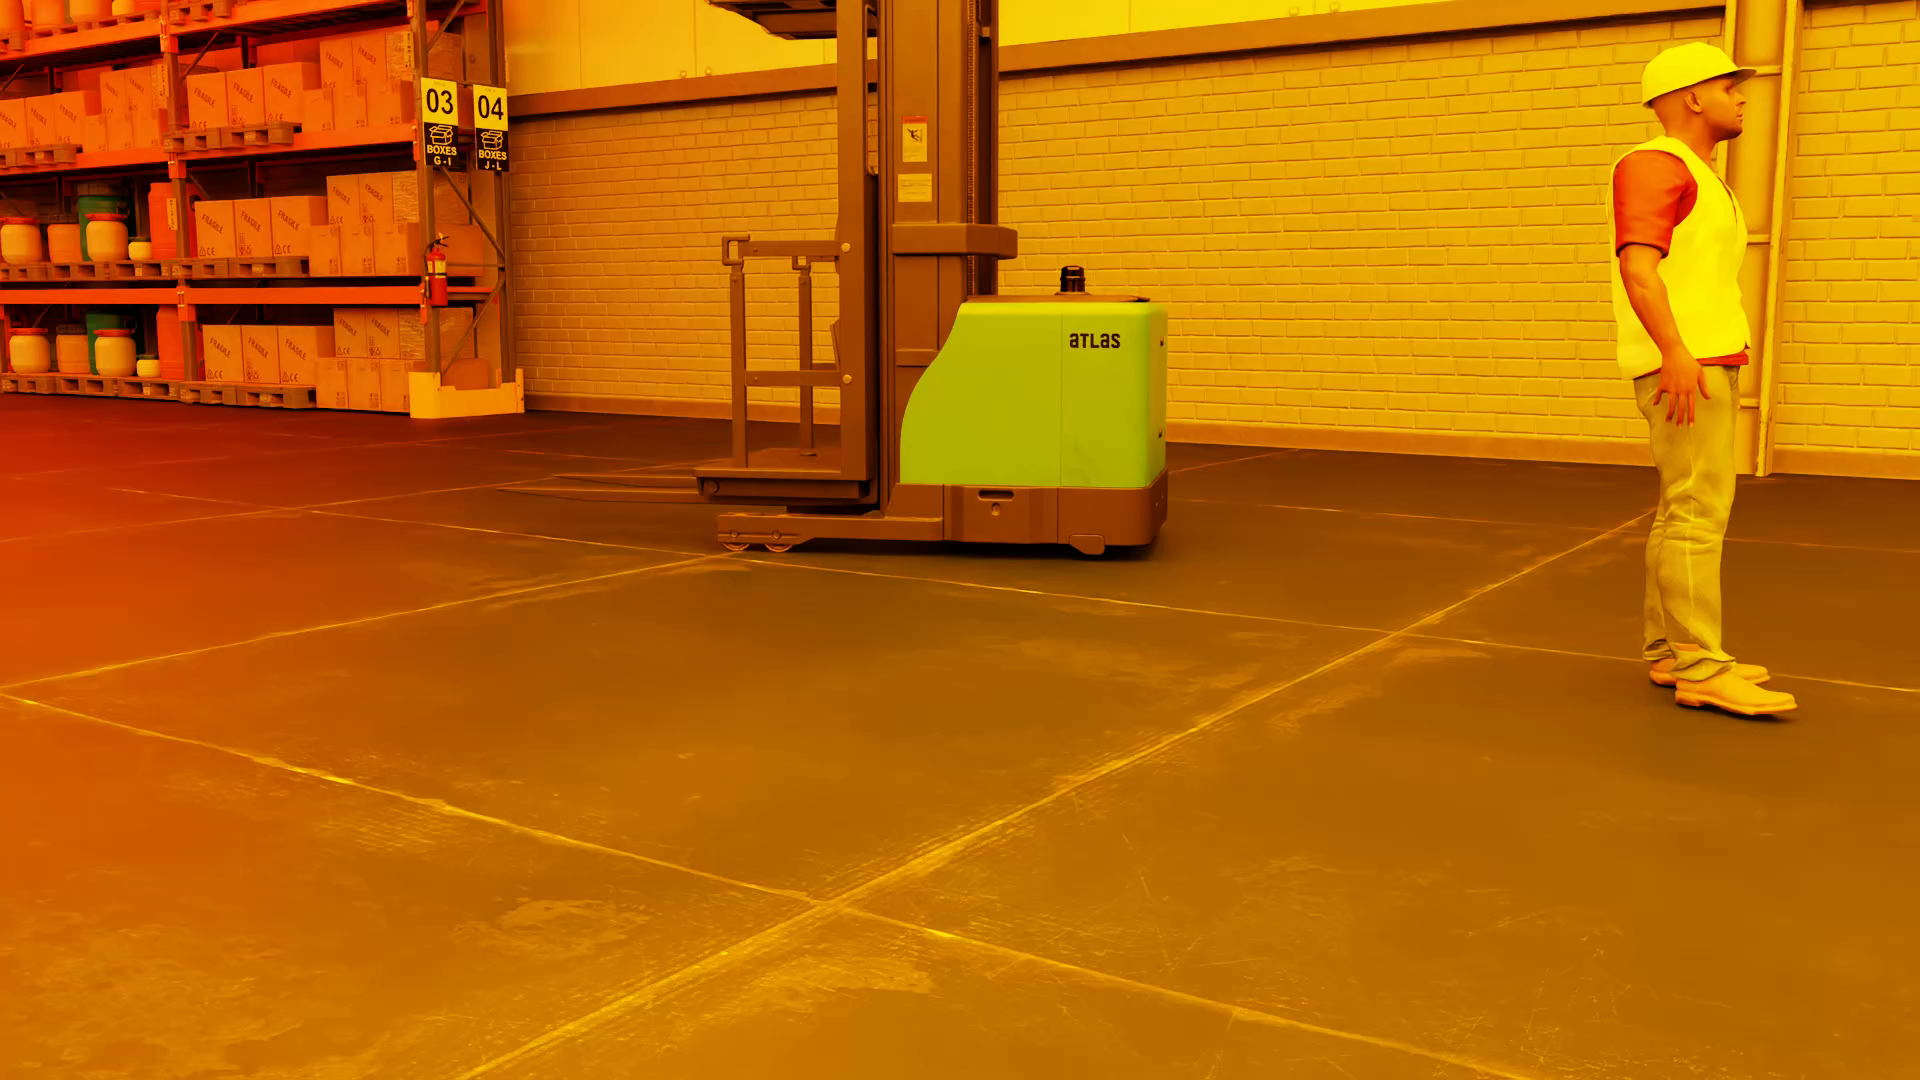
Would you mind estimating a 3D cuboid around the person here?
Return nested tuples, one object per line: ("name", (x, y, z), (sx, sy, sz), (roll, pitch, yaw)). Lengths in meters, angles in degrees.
("person", (2.066, -0.464, 4.539), (0.577, 1.765, 0.666), (5, 10, 34))

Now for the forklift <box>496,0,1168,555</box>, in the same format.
("forklift", (-0.596, -1.469, 7.520), (3.031, 2.935, 1.130), (2, 8, 12))
